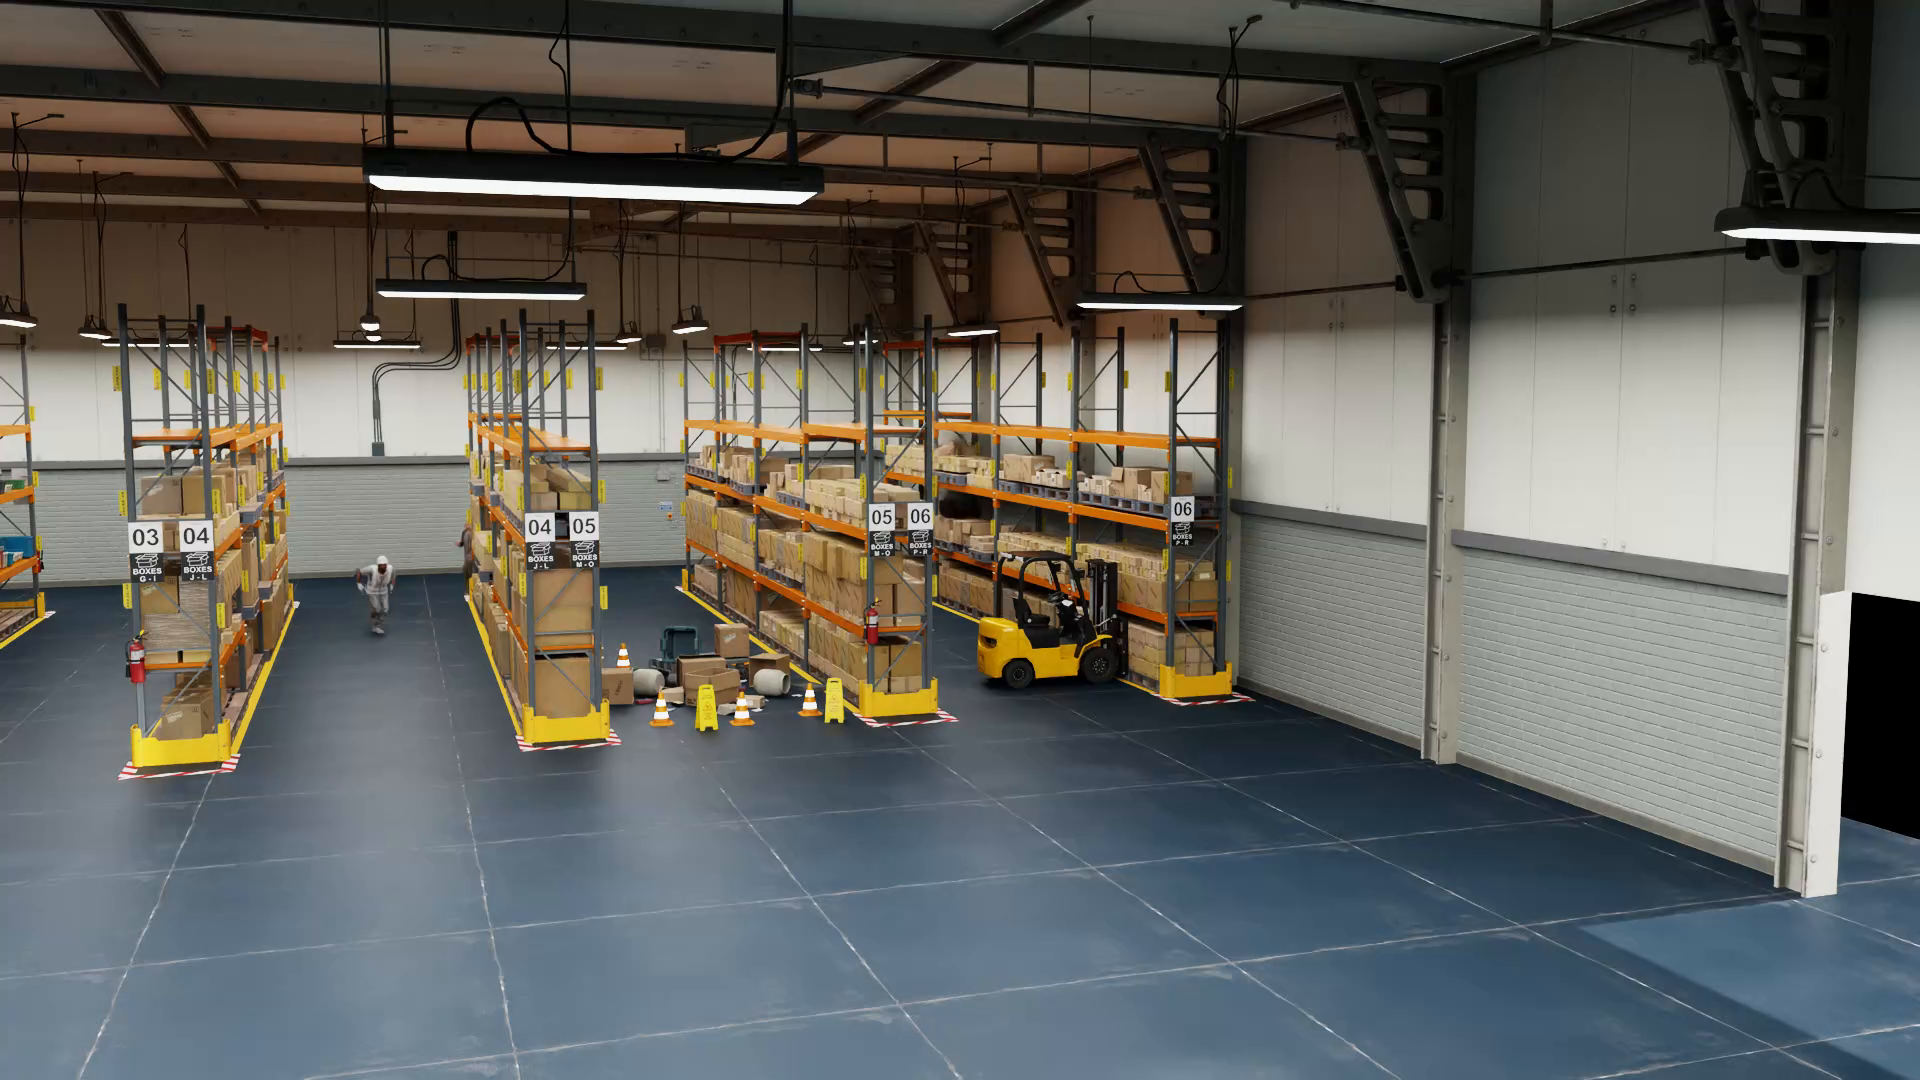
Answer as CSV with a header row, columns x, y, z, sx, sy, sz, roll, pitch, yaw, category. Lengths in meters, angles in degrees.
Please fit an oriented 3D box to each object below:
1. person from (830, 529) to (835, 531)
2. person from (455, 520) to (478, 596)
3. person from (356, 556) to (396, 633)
x,y,z,sx,sy,sz,roll,pitch,yaw,category
-2.692,0.593,34.948,0.619,1.677,0.774,-2,6,-24,person
-11.540,0.403,39.400,0.719,1.807,0.895,4,7,37,person
-11.551,1.088,32.964,0.715,1.590,0.819,-4,7,-38,person
